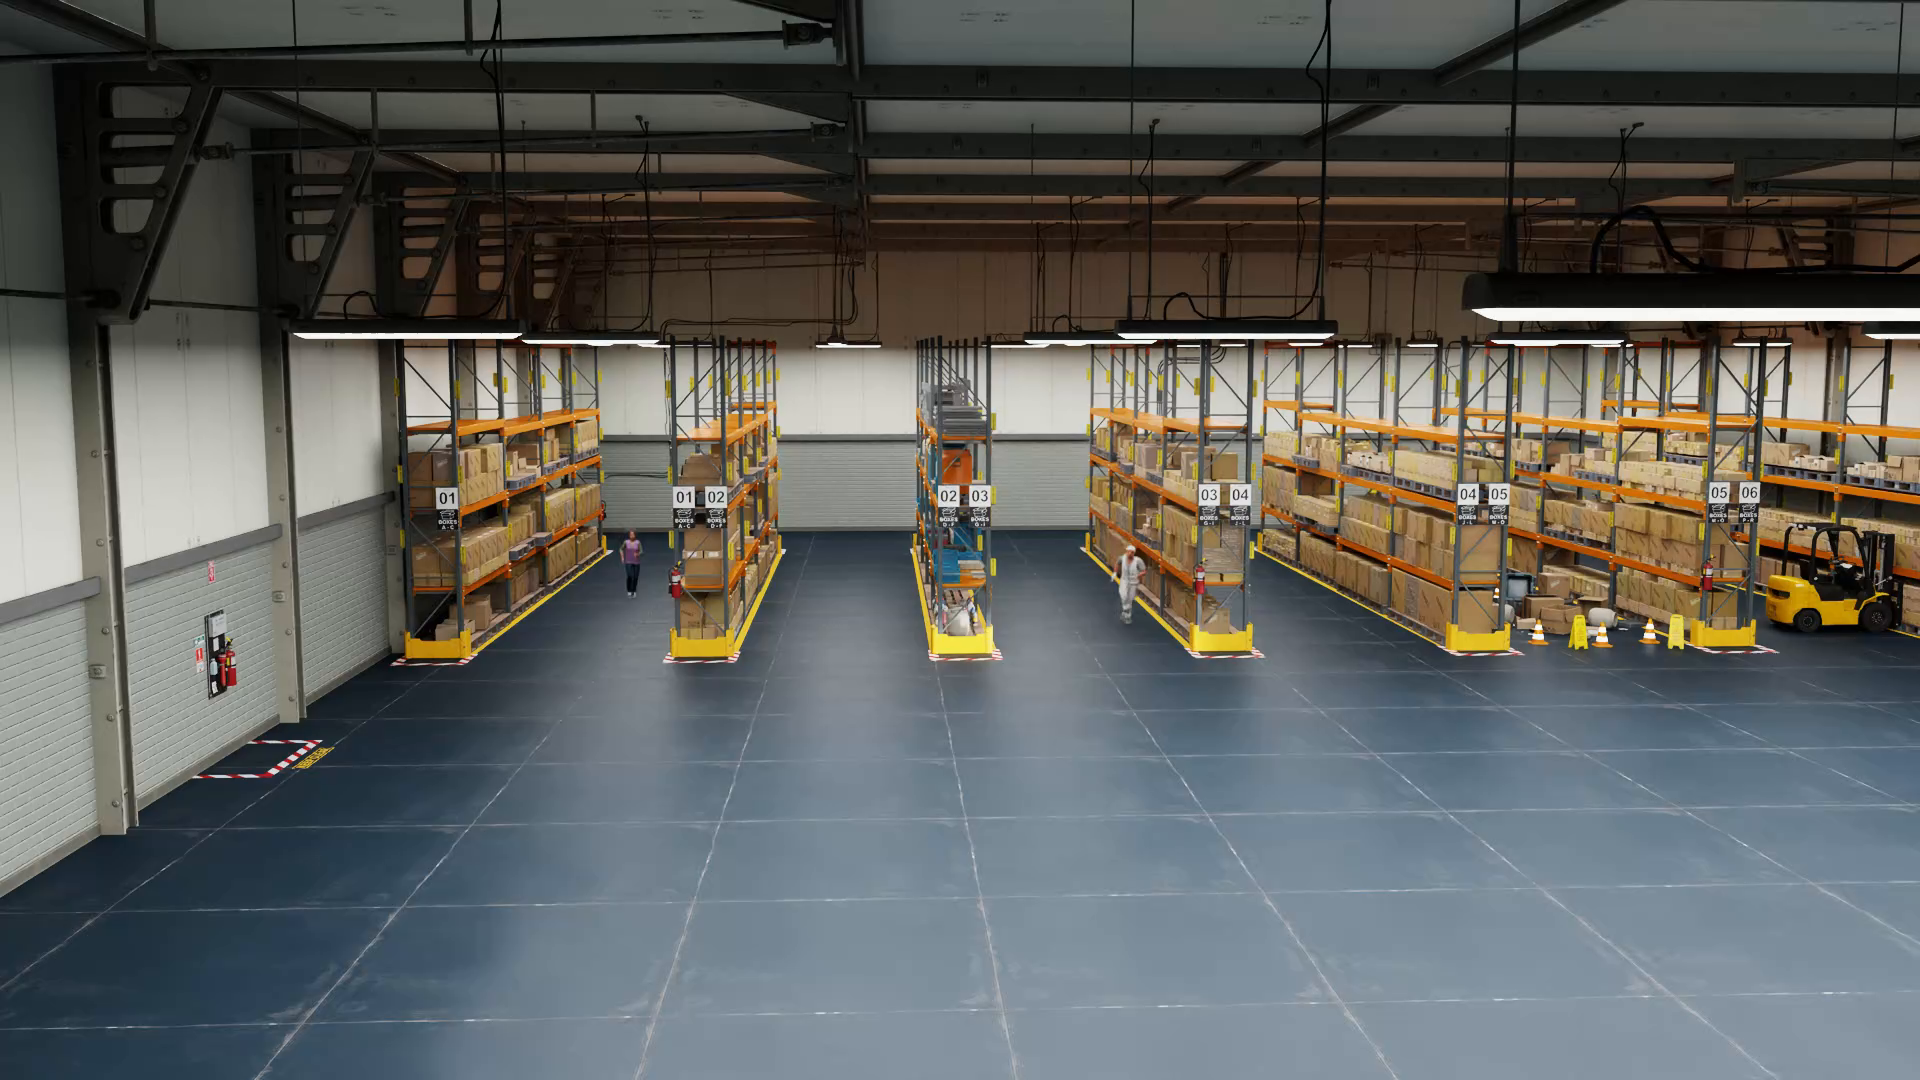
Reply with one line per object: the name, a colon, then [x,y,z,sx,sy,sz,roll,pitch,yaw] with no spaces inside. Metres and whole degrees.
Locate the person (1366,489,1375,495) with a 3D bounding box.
person: [12.388,-0.708,49.417,0.741,1.691,0.691,-1,7,-7]

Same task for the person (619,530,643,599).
person: [-7.575,0.565,38.426,0.506,1.592,0.662,-2,7,-19]

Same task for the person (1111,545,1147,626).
person: [3.562,0.911,35.065,0.739,1.702,0.843,1,7,7]
